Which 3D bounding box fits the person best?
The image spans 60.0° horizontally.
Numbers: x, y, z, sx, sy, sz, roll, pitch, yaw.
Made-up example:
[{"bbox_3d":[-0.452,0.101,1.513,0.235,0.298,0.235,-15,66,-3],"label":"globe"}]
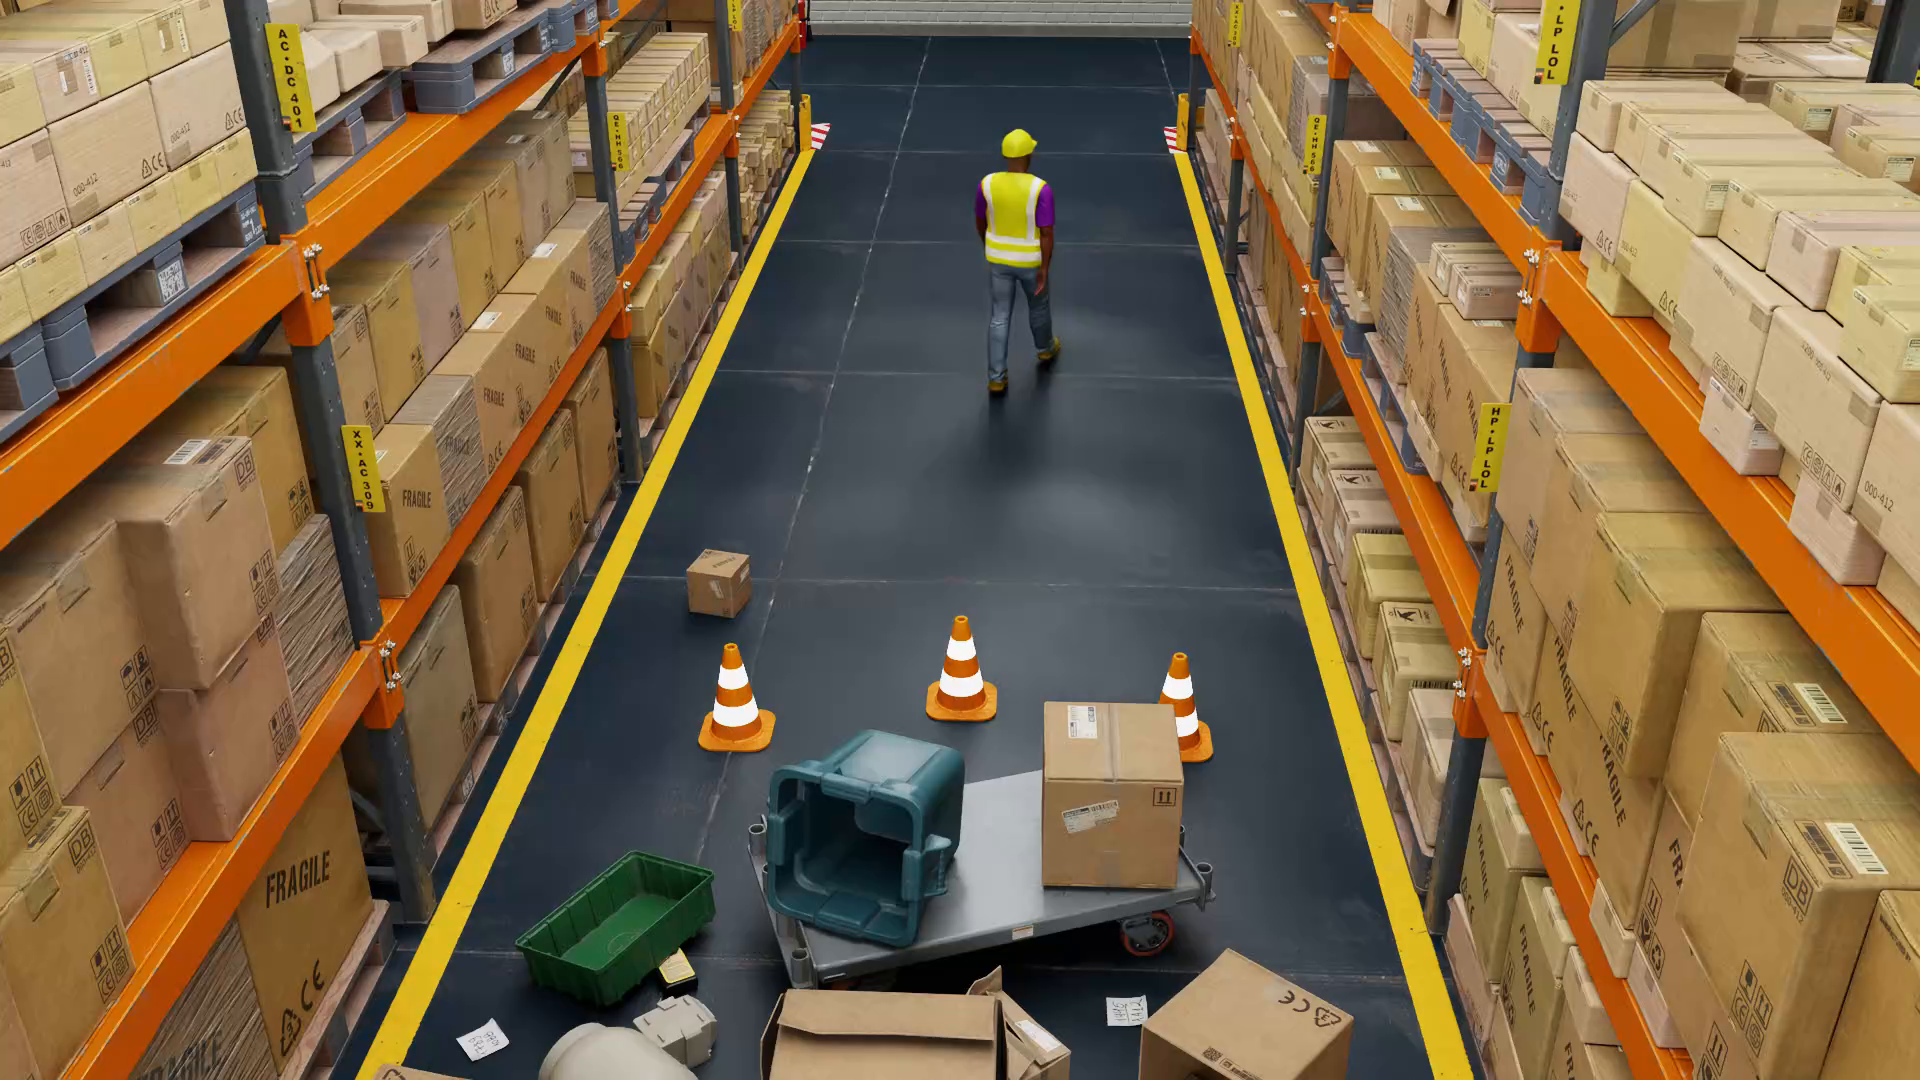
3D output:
[{"bbox_3d":[0.403,-1.964,11.291,0.582,1.707,1.007,8,29,15],"label":"person"}]
